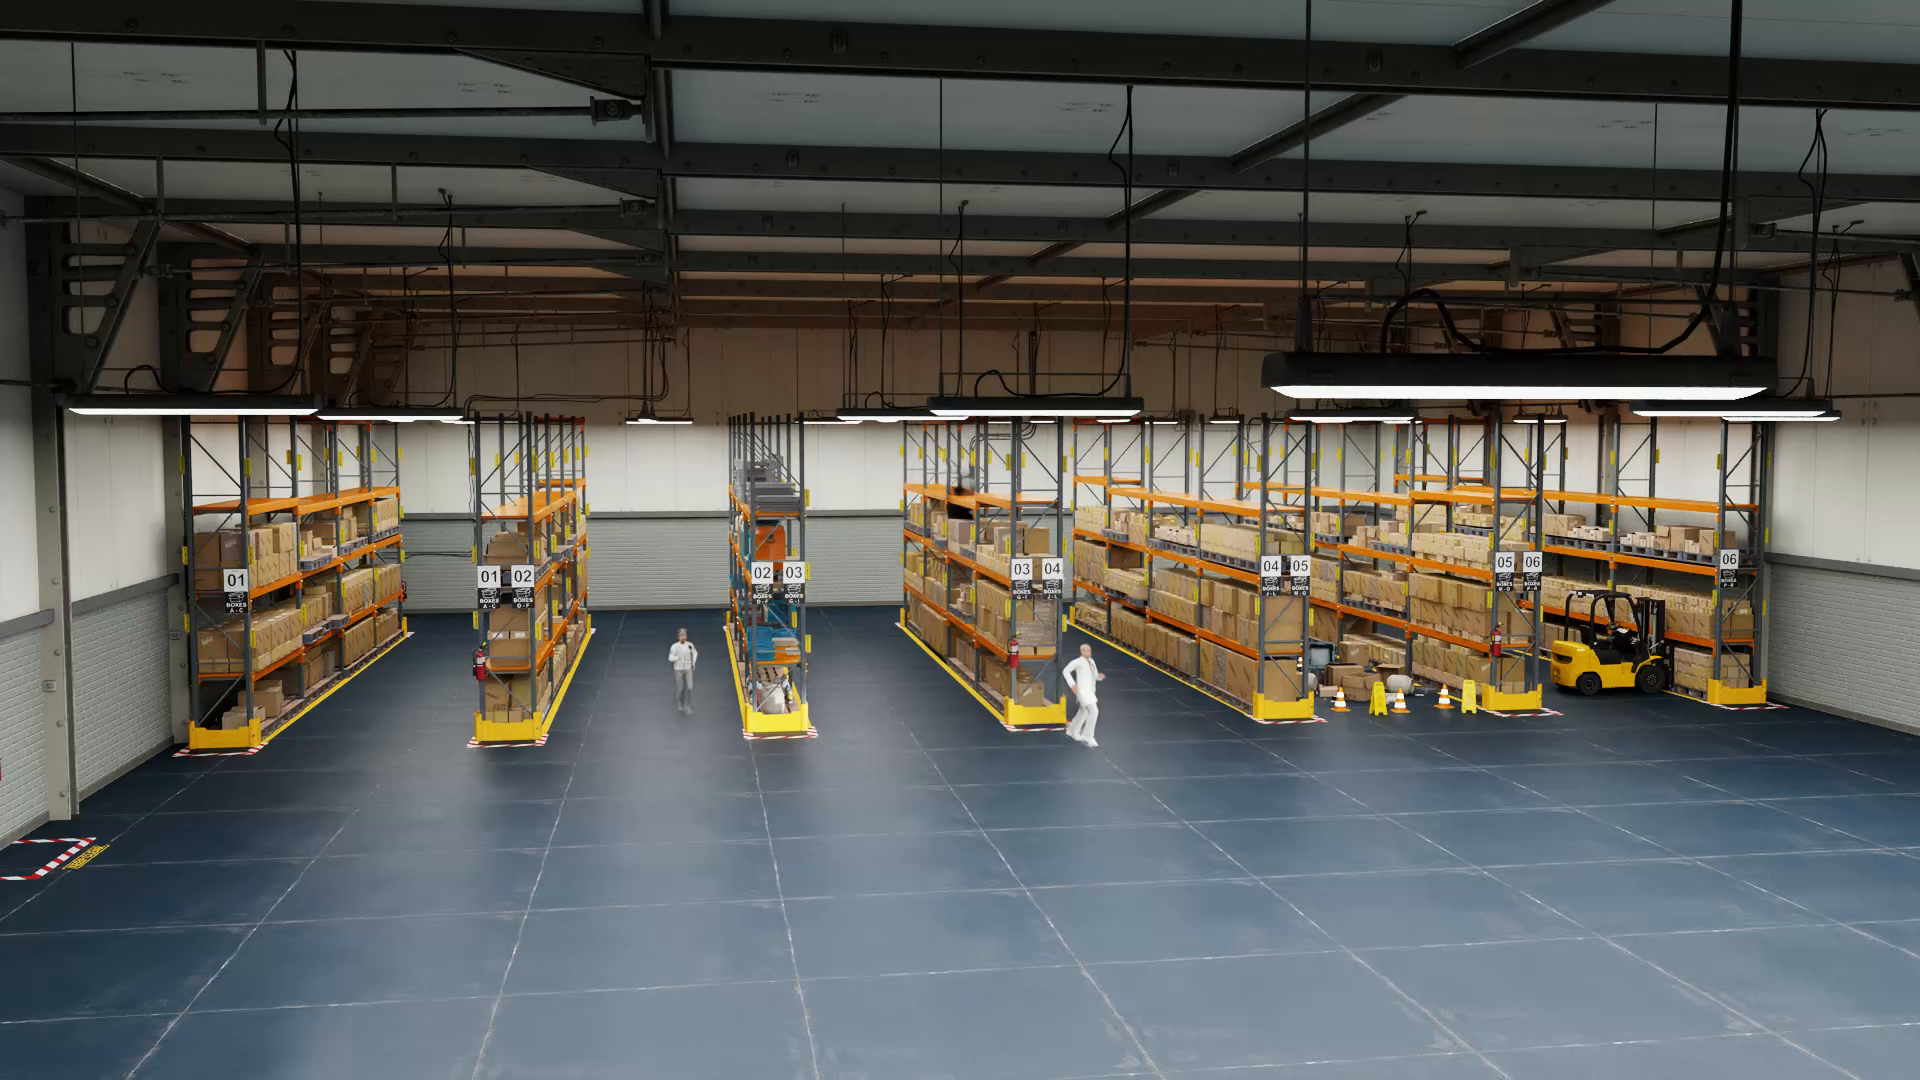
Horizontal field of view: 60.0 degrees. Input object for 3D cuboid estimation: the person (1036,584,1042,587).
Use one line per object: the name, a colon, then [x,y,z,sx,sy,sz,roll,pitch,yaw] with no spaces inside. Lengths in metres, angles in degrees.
person: [2.361,1.593,49.286,0.807,1.568,0.686,3,5,34]

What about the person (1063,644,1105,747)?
person: [2.252,2.892,30.023,0.831,1.639,0.674,2,5,32]

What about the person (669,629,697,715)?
person: [-5.505,2.625,33.163,0.592,1.734,0.684,-1,4,-17]

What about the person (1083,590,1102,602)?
person: [3.923,1.444,49.962,0.900,1.759,0.739,3,5,33]
